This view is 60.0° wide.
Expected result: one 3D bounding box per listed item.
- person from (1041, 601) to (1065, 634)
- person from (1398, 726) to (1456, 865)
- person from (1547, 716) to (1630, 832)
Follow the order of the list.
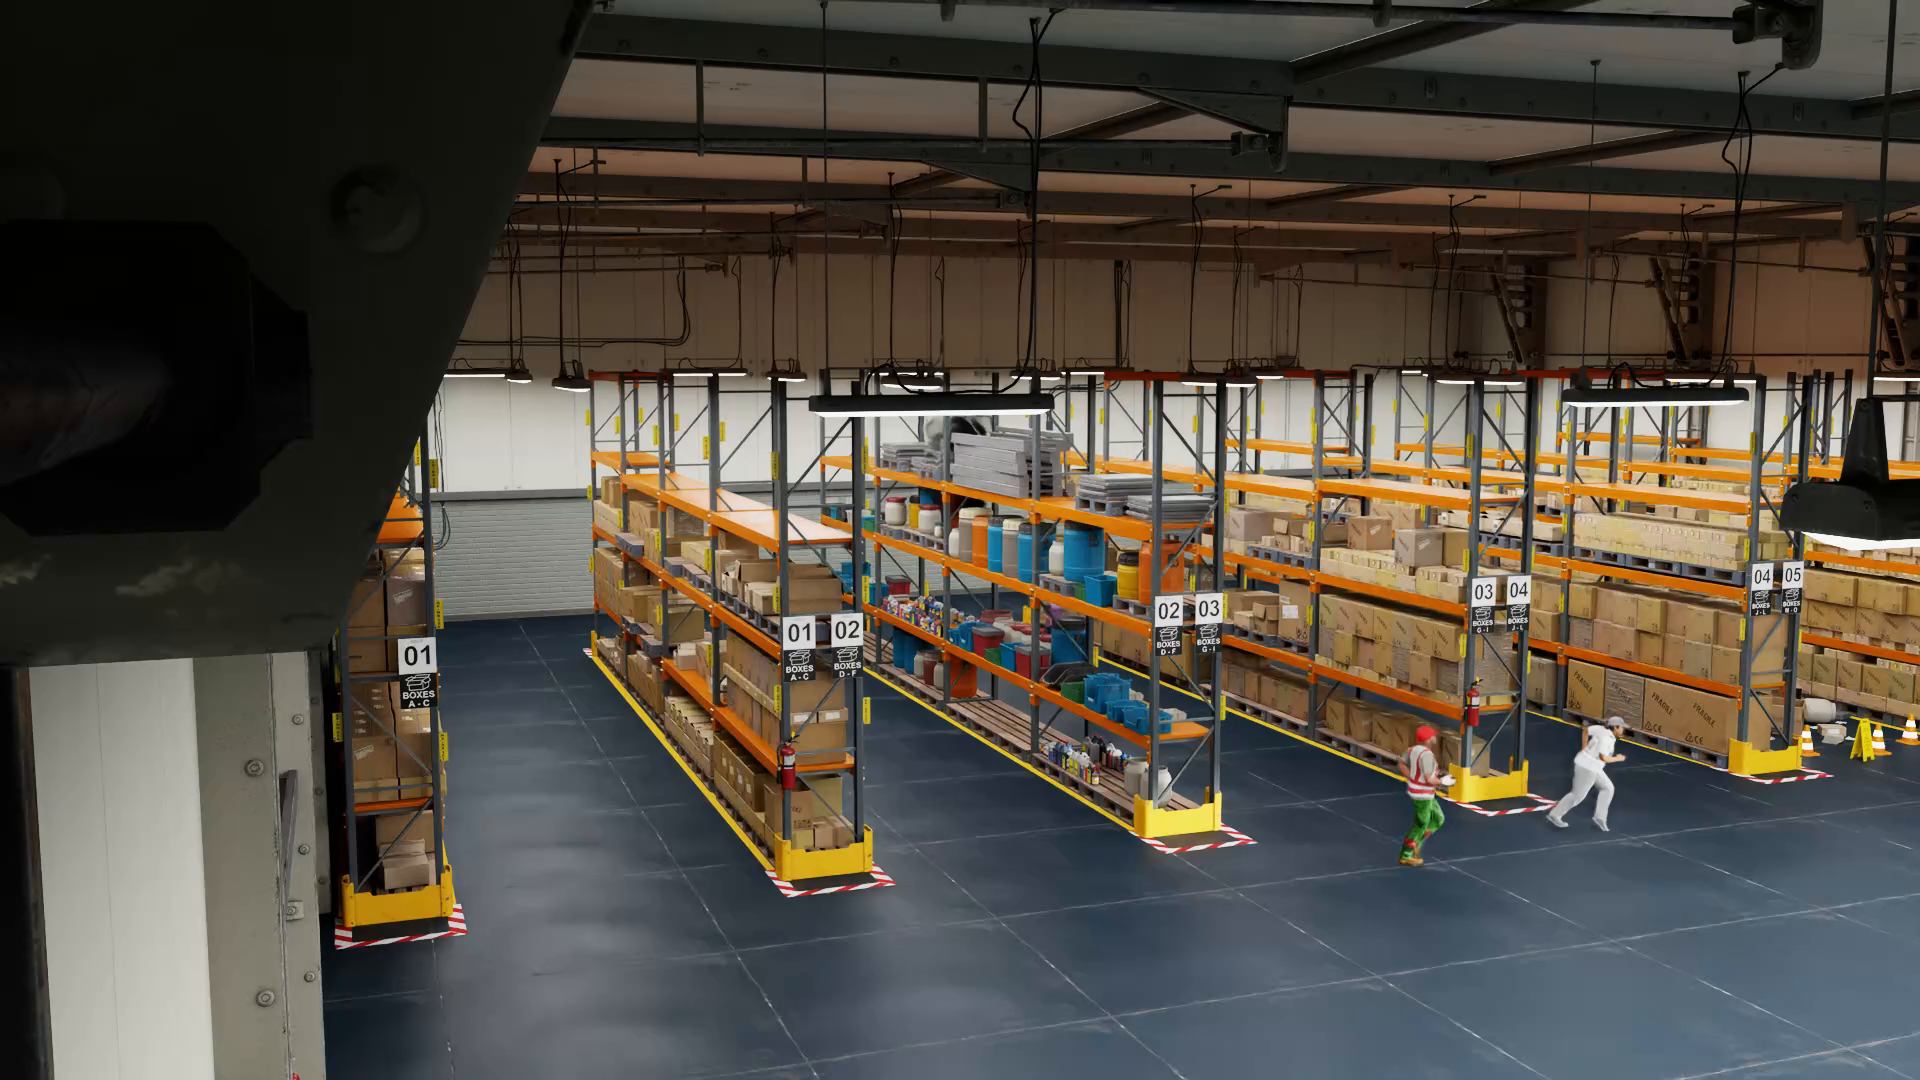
[{"bbox_3d":[1.842,1.670,32.245,0.532,1.558,0.508,-3,7,-25],"label":"person"},{"bbox_3d":[5.767,3.160,20.529,0.646,1.756,0.623,0,6,4],"label":"person"},{"bbox_3d":[8.352,3.118,22.134,1.000,1.616,0.645,2,7,14],"label":"person"}]
